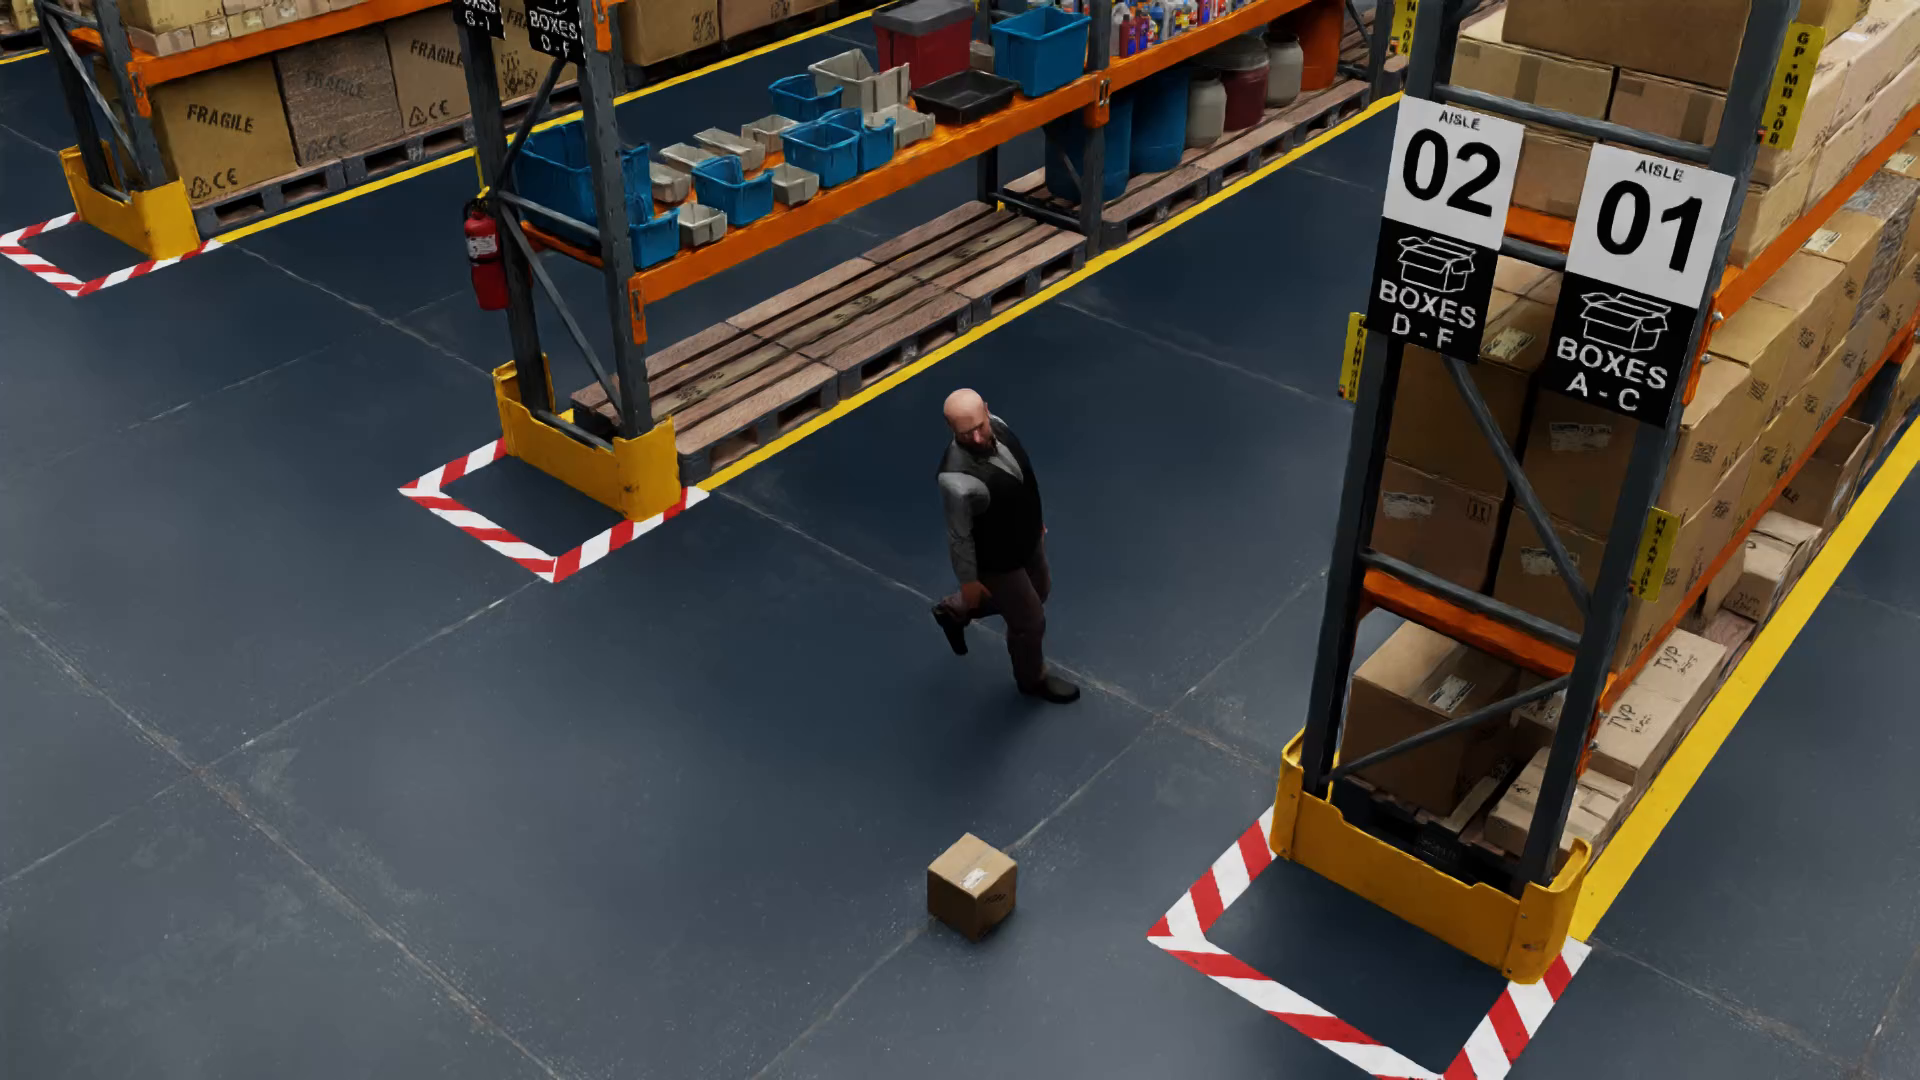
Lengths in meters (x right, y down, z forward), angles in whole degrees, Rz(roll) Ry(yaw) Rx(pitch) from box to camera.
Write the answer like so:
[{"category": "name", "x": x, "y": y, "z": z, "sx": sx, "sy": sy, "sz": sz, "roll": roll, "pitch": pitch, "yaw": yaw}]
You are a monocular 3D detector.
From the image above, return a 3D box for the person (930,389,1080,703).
[{"category": "person", "x": 0.165, "y": 0.086, "z": 7.174, "sx": 0.731, "sy": 1.568, "sz": 0.609, "roll": 11, "pitch": 36, "yaw": 16}]
